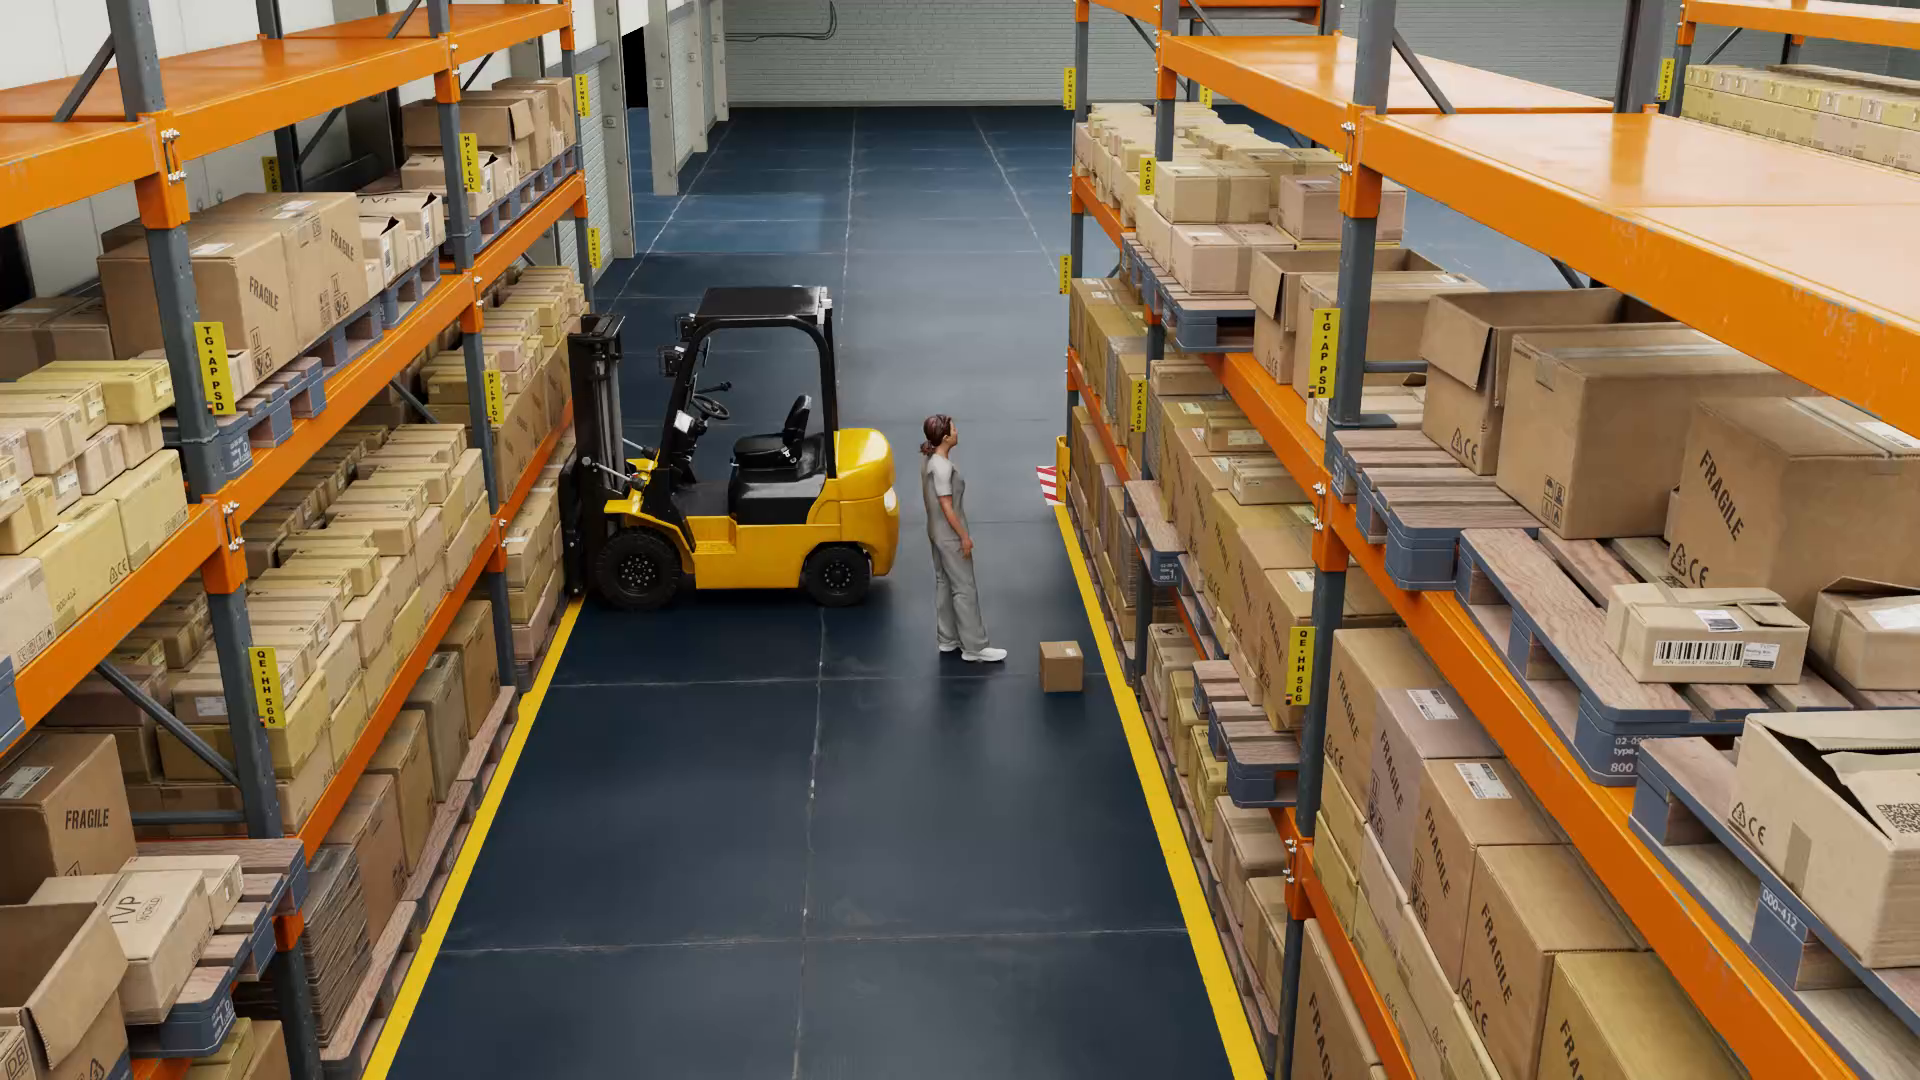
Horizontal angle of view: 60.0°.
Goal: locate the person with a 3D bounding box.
[{"bbox_3d":[-0.005,-0.036,11.150,0.548,1.673,0.549,-5,21,-14],"label":"person"}]
